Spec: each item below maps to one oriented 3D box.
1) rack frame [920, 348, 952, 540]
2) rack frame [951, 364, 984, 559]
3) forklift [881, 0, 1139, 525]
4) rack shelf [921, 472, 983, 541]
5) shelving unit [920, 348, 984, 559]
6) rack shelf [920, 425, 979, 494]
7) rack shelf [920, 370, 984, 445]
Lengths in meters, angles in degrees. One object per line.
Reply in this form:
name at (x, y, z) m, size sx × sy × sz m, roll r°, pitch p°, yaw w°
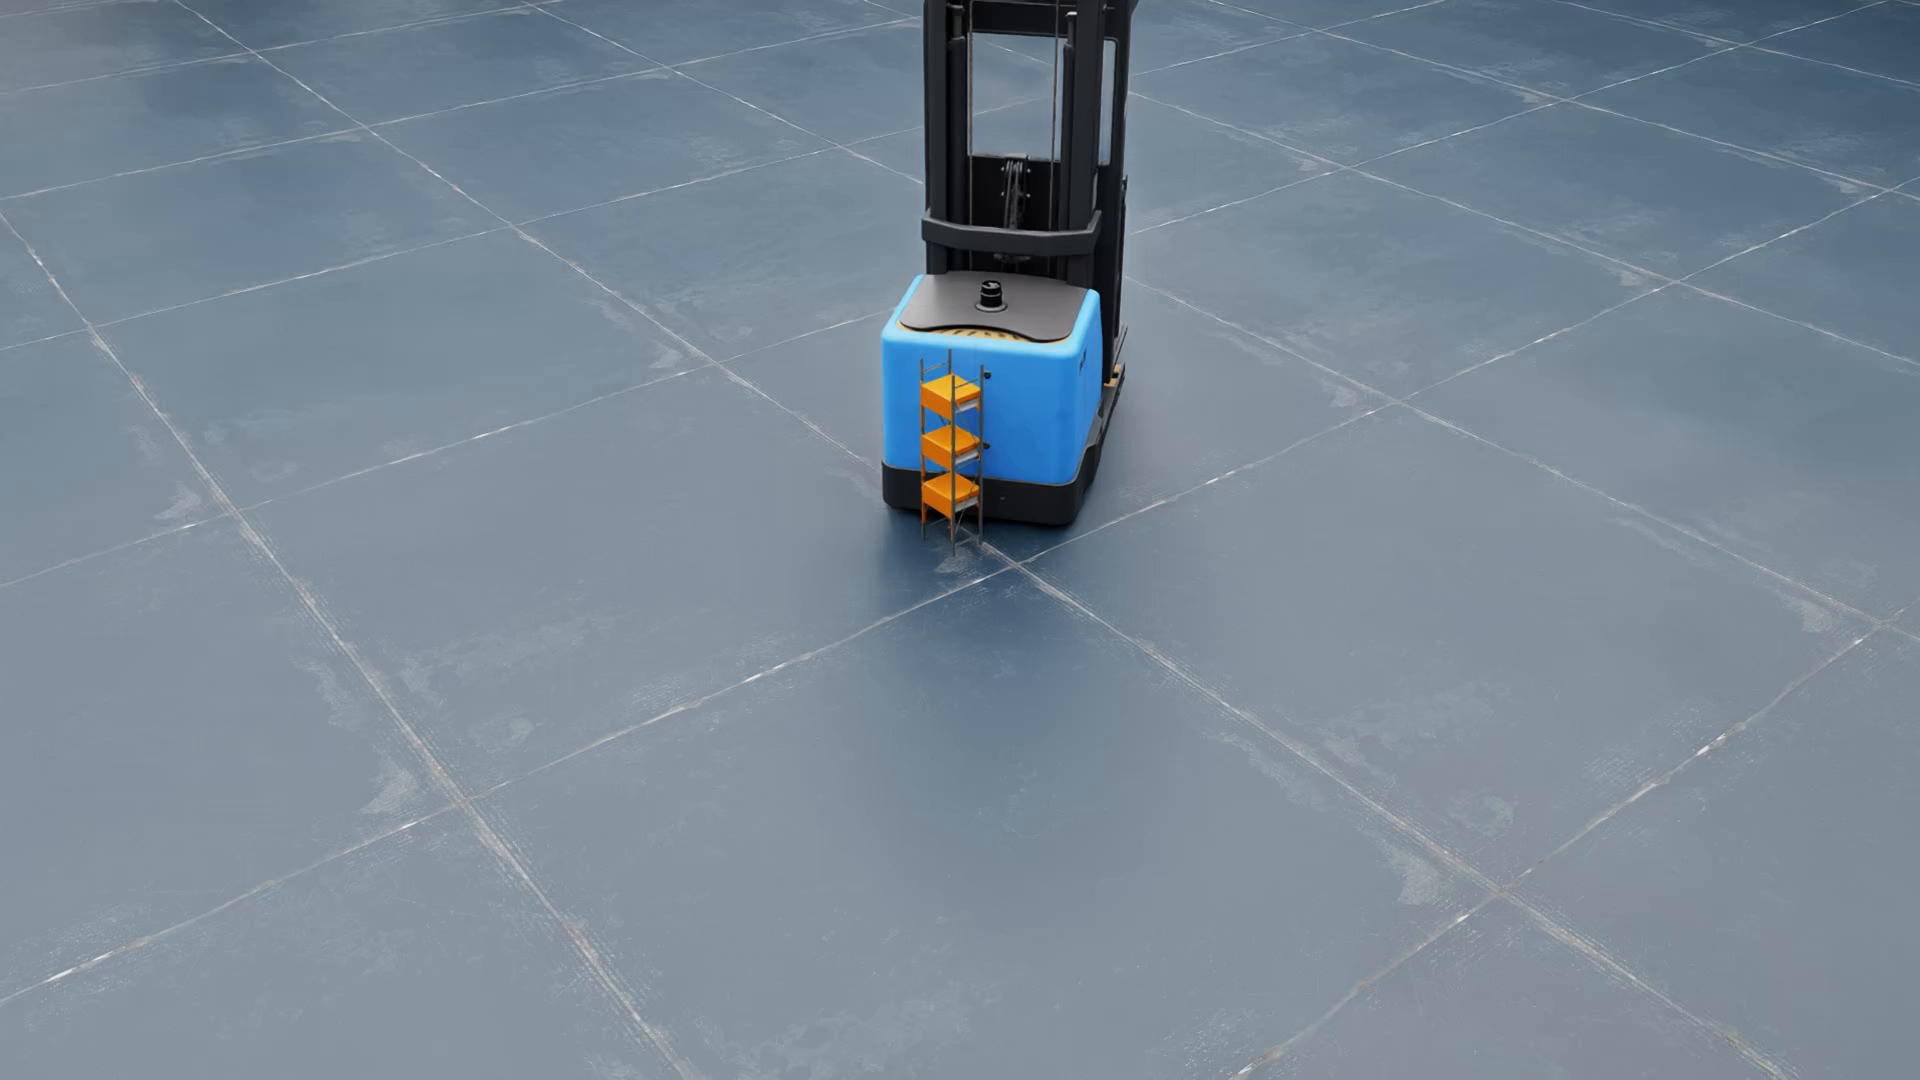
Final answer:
rack frame at (-0.120, -0.481, 8.529) m, size 0.200 × 1.050 × 0.008 m, roll -24°, pitch 39°, yaw -33°
rack frame at (0.037, -0.382, 8.370) m, size 0.200 × 1.050 × 0.008 m, roll -24°, pitch 39°, yaw -33°
forklift at (0.401, -2.093, 9.341) m, size 1.130 × 2.935 × 3.031 m, roll 7°, pitch 32°, yaw 11°
rack shelf at (-0.042, -0.186, 8.602) m, size 0.215 × 0.259 × 0.240 m, roll -24°, pitch 39°, yaw -33°
shelving unit at (-0.042, -0.432, 8.450) m, size 0.215 × 1.050 × 0.252 m, roll -24°, pitch 39°, yaw -33°
rack shelf at (-0.042, -0.423, 8.455) m, size 0.215 × 0.259 × 0.240 m, roll -24°, pitch 39°, yaw -33°
rack shelf at (-0.042, -0.664, 8.306) m, size 0.215 × 0.259 × 0.240 m, roll -24°, pitch 39°, yaw -33°
